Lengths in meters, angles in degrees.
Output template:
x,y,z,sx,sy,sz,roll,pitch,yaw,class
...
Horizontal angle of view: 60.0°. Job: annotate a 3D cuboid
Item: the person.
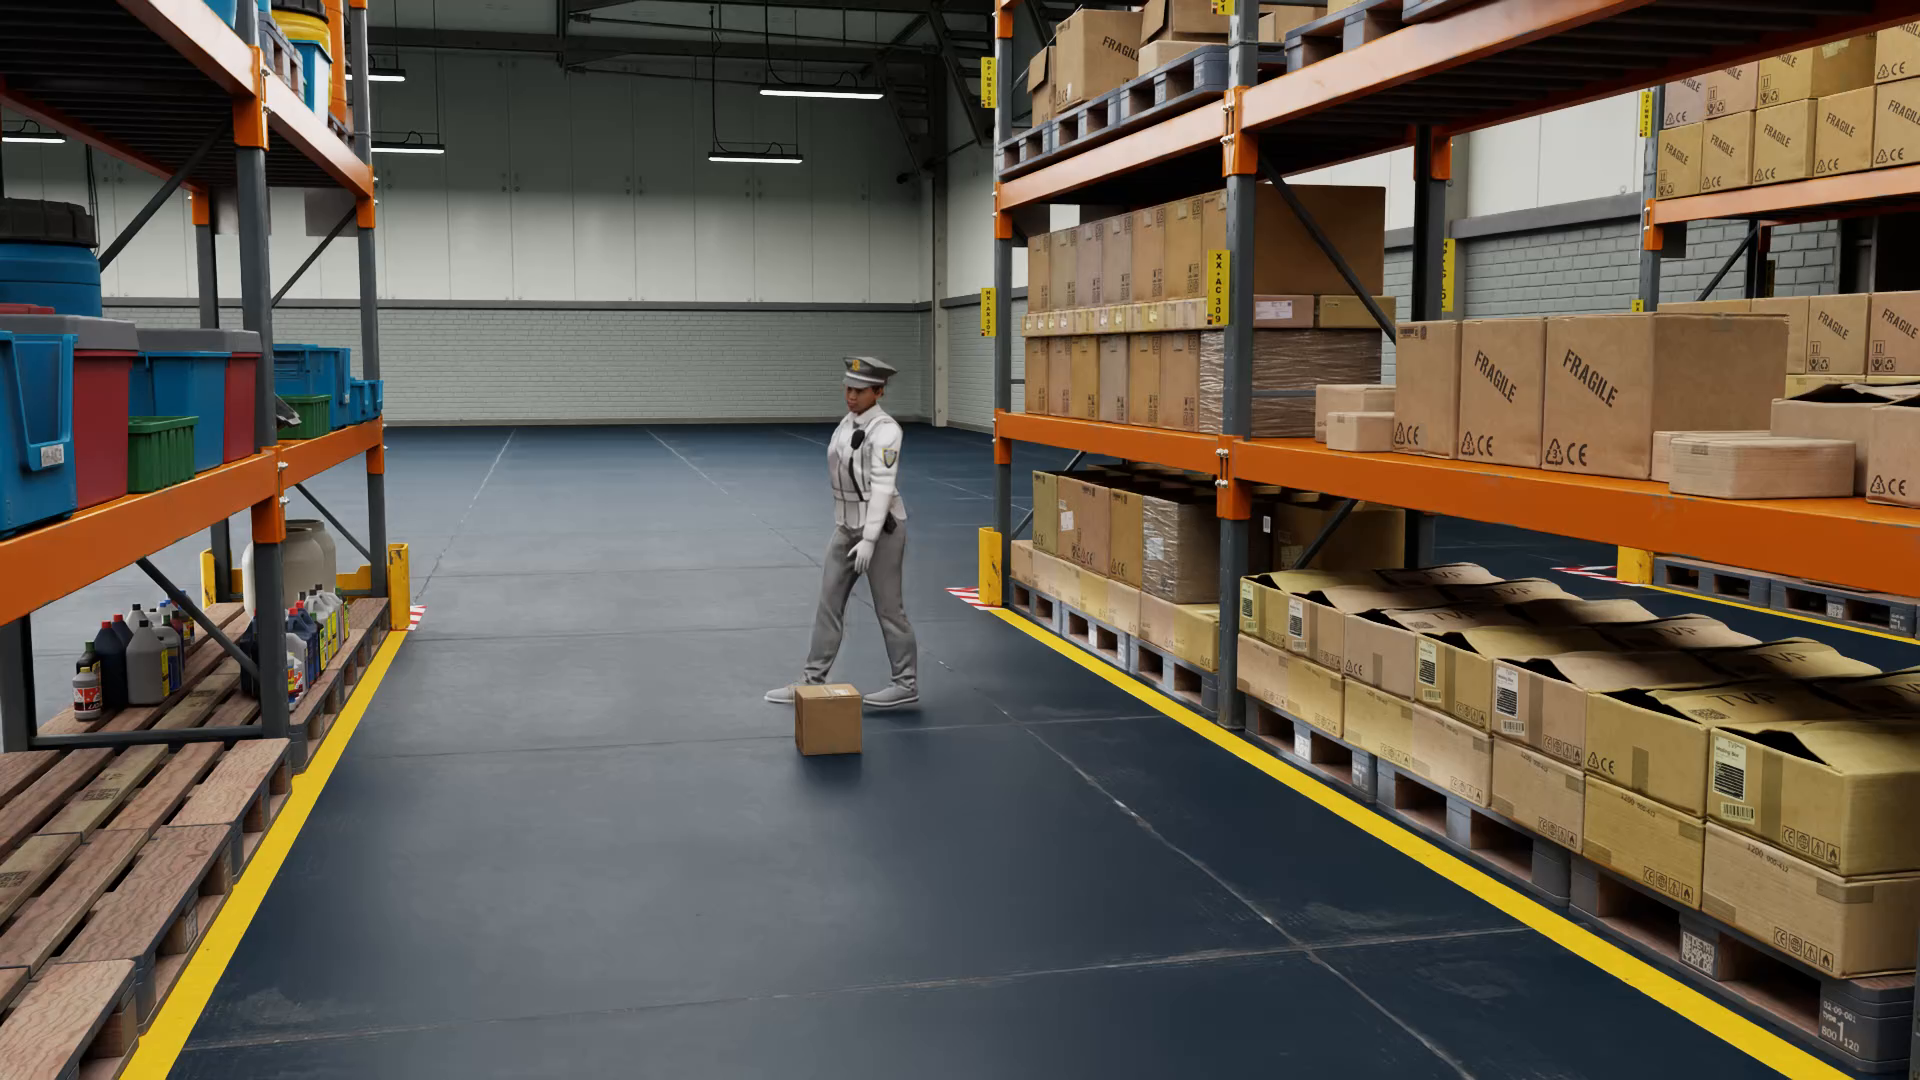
x,y,z,sx,sy,sz,roll,pitch,yaw,class
-0.516,-0.028,7.766,0.679,1.647,0.536,-4,8,-35,person
